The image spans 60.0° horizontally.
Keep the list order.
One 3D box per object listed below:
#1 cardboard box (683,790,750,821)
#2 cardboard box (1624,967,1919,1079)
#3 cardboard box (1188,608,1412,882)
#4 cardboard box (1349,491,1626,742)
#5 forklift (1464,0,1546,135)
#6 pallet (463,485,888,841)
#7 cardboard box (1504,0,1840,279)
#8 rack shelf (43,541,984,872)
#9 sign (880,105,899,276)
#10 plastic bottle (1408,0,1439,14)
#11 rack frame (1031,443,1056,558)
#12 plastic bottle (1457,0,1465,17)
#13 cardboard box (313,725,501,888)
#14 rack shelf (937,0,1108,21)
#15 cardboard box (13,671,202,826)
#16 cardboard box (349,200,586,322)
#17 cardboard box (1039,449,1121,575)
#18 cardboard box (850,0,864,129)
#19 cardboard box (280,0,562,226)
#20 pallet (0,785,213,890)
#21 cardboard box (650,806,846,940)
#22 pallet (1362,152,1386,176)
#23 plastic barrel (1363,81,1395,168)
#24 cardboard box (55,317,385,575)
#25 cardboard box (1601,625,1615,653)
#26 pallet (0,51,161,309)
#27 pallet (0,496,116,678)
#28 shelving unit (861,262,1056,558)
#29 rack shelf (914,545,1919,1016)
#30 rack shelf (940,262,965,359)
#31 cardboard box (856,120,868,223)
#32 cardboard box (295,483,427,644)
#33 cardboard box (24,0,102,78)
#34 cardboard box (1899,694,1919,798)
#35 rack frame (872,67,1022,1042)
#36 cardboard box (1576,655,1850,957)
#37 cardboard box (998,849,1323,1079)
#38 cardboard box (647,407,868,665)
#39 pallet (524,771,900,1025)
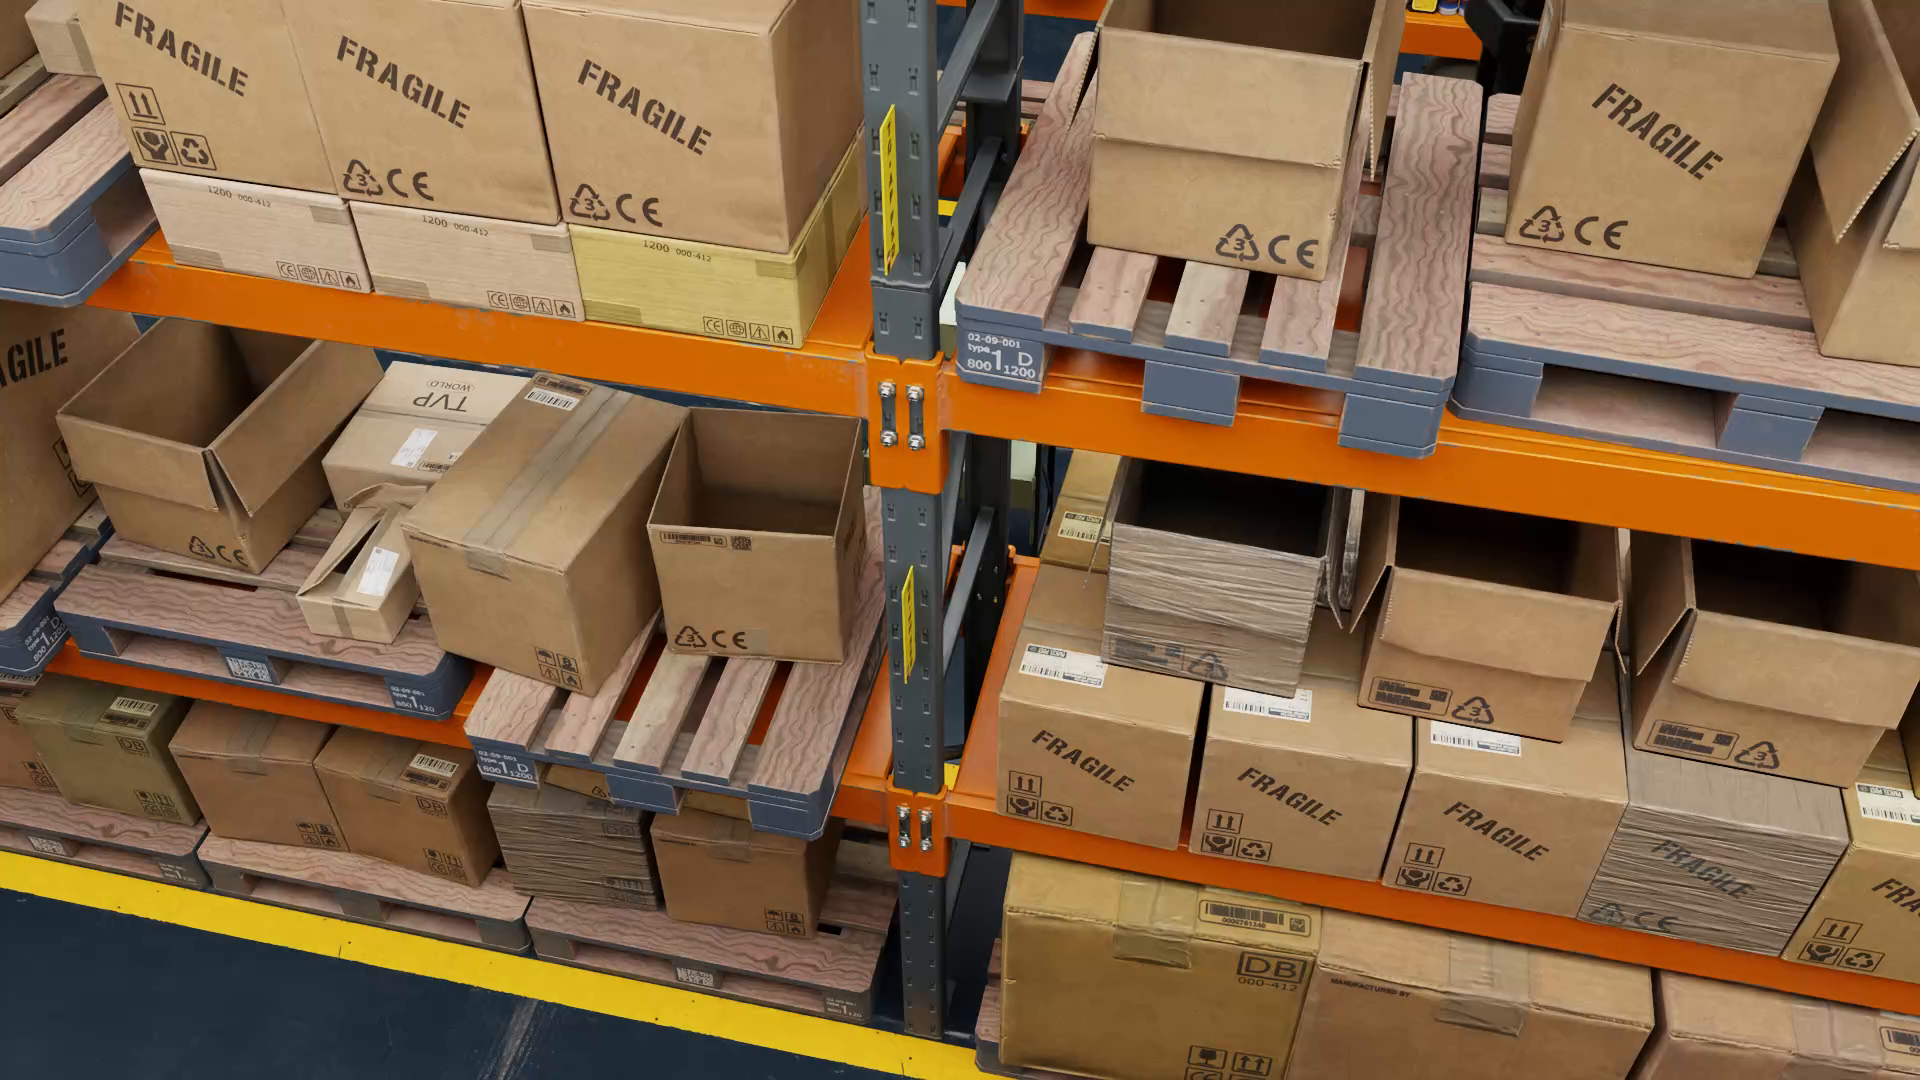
[{"bbox_3d":[-0.675,0.619,5.349,0.500,0.250,0.500,11,45,11],"label":"cardboard box"},{"bbox_3d":[2.388,1.230,4.999,0.875,0.875,1.225,7,44,8],"label":"cardboard box"},{"bbox_3d":[0.904,0.526,4.428,0.500,0.500,0.500,8,44,8],"label":"cardboard box"},{"bbox_3d":[1.331,0.053,4.197,0.637,0.503,0.797,10,45,10],"label":"cardboard box"},{"bbox_3d":[2.370,-0.709,5.833,3.031,2.935,1.130,10,45,10],"label":"forklift"},{"bbox_3d":[-0.733,0.261,4.914,1.003,0.211,1.213,9,45,9],"label":"pallet"},{"bbox_3d":[1.458,-0.925,3.471,0.500,0.500,0.500,11,45,11],"label":"cardboard box"},{"bbox_3d":[-1.966,0.184,5.374,4.000,0.370,1.077,9,45,9],"label":"rack shelf"},{"bbox_3d":[-0.135,-0.672,3.210,0.005,0.325,0.100,9,45,9],"label":"sign"},{"bbox_3d":[2.216,-2.642,7.876,0.133,0.283,0.061,9,45,9],"label":"plastic bottle"},{"bbox_3d":[0.351,-0.486,6.633,0.023,1.500,0.400,9,45,9],"label":"rack frame"},{"bbox_3d":[2.428,-2.617,7.859,0.097,0.271,0.097,0,44,0],"label":"plastic bottle"},{"bbox_3d":[-1.771,0.725,5.779,0.500,0.500,0.700,12,45,12],"label":"cardboard box"},{"bbox_3d":[-0.885,-3.168,8.857,4.000,0.370,1.077,9,45,9],"label":"rack shelf"},{"bbox_3d":[-2.862,0.557,5.954,0.500,0.500,0.700,9,45,9],"label":"cardboard box"},{"bbox_3d":[-1.019,-0.771,3.793,0.500,0.250,0.500,9,45,9],"label":"cardboard box"},{"bbox_3d":[0.521,0.099,4.872,0.500,0.500,0.500,10,45,10],"label":"cardboard box"},{"bbox_3d":[-0.417,-1.314,3.817,0.500,0.500,0.500,9,45,9],"label":"cardboard box"},{"bbox_3d":[-1.037,-1.042,3.534,0.500,0.500,0.500,9,45,9],"label":"cardboard box"},{"bbox_3d":[-3.158,0.744,6.285,1.213,0.211,1.003,9,45,9],"label":"pallet"},{"bbox_3d":[-0.673,0.882,5.616,0.500,0.500,0.700,7,44,7],"label":"cardboard box"},{"bbox_3d":[1.846,-2.028,9.165,1.213,0.211,1.003,9,45,9],"label":"pallet"},{"bbox_3d":[2.119,-2.291,8.919,0.421,0.512,0.421,0,44,0],"label":"plastic barrel"},{"bbox_3d":[-2.206,-0.366,5.050,0.637,0.503,0.797,13,45,13],"label":"cardboard box"},{"bbox_3d":[1.514,0.255,4.710,0.500,0.500,0.500,7,44,8],"label":"cardboard box"},{"bbox_3d":[-2.326,-1.070,4.132,1.003,0.211,1.213,9,45,9],"label":"pallet"},{"bbox_3d":[-3.204,-0.095,5.284,1.213,0.211,1.003,9,45,9],"label":"pallet"},{"bbox_3d":[-0.007,-0.541,6.691,0.755,1.500,0.431,9,45,9],"label":"shelving unit"},{"bbox_3d":[1.937,0.790,4.745,4.000,0.370,1.077,9,45,9],"label":"rack shelf"},{"bbox_3d":[-0.007,-0.823,6.420,0.720,0.370,0.431,9,45,9],"label":"rack shelf"},{"bbox_3d":[-0.417,-1.042,4.075,0.500,0.250,0.500,10,45,10],"label":"cardboard box"},{"bbox_3d":[-1.701,0.055,4.784,0.258,0.266,0.396,8,44,8],"label":"cardboard box"},{"bbox_3d":[-2.066,-1.310,4.110,0.250,0.166,0.380,8,44,8],"label":"cardboard box"},{"bbox_3d":[2.597,0.233,4.009,0.637,0.503,0.797,9,45,10],"label":"cardboard box"},{"bbox_3d":[-0.014,0.228,4.810,0.127,3.000,1.000,9,45,9],"label":"rack frame"},{"bbox_3d":[1.892,0.678,4.270,0.500,0.500,0.500,9,45,9],"label":"cardboard box"},{"bbox_3d":[0.655,0.961,5.278,0.875,0.875,1.225,7,44,7],"label":"cardboard box"},{"bbox_3d":[-0.550,-0.014,4.687,0.500,0.500,0.500,4,44,4],"label":"cardboard box"},{"bbox_3d":[-0.777,1.113,5.901,1.213,0.211,1.003,9,45,9],"label":"pallet"}]
